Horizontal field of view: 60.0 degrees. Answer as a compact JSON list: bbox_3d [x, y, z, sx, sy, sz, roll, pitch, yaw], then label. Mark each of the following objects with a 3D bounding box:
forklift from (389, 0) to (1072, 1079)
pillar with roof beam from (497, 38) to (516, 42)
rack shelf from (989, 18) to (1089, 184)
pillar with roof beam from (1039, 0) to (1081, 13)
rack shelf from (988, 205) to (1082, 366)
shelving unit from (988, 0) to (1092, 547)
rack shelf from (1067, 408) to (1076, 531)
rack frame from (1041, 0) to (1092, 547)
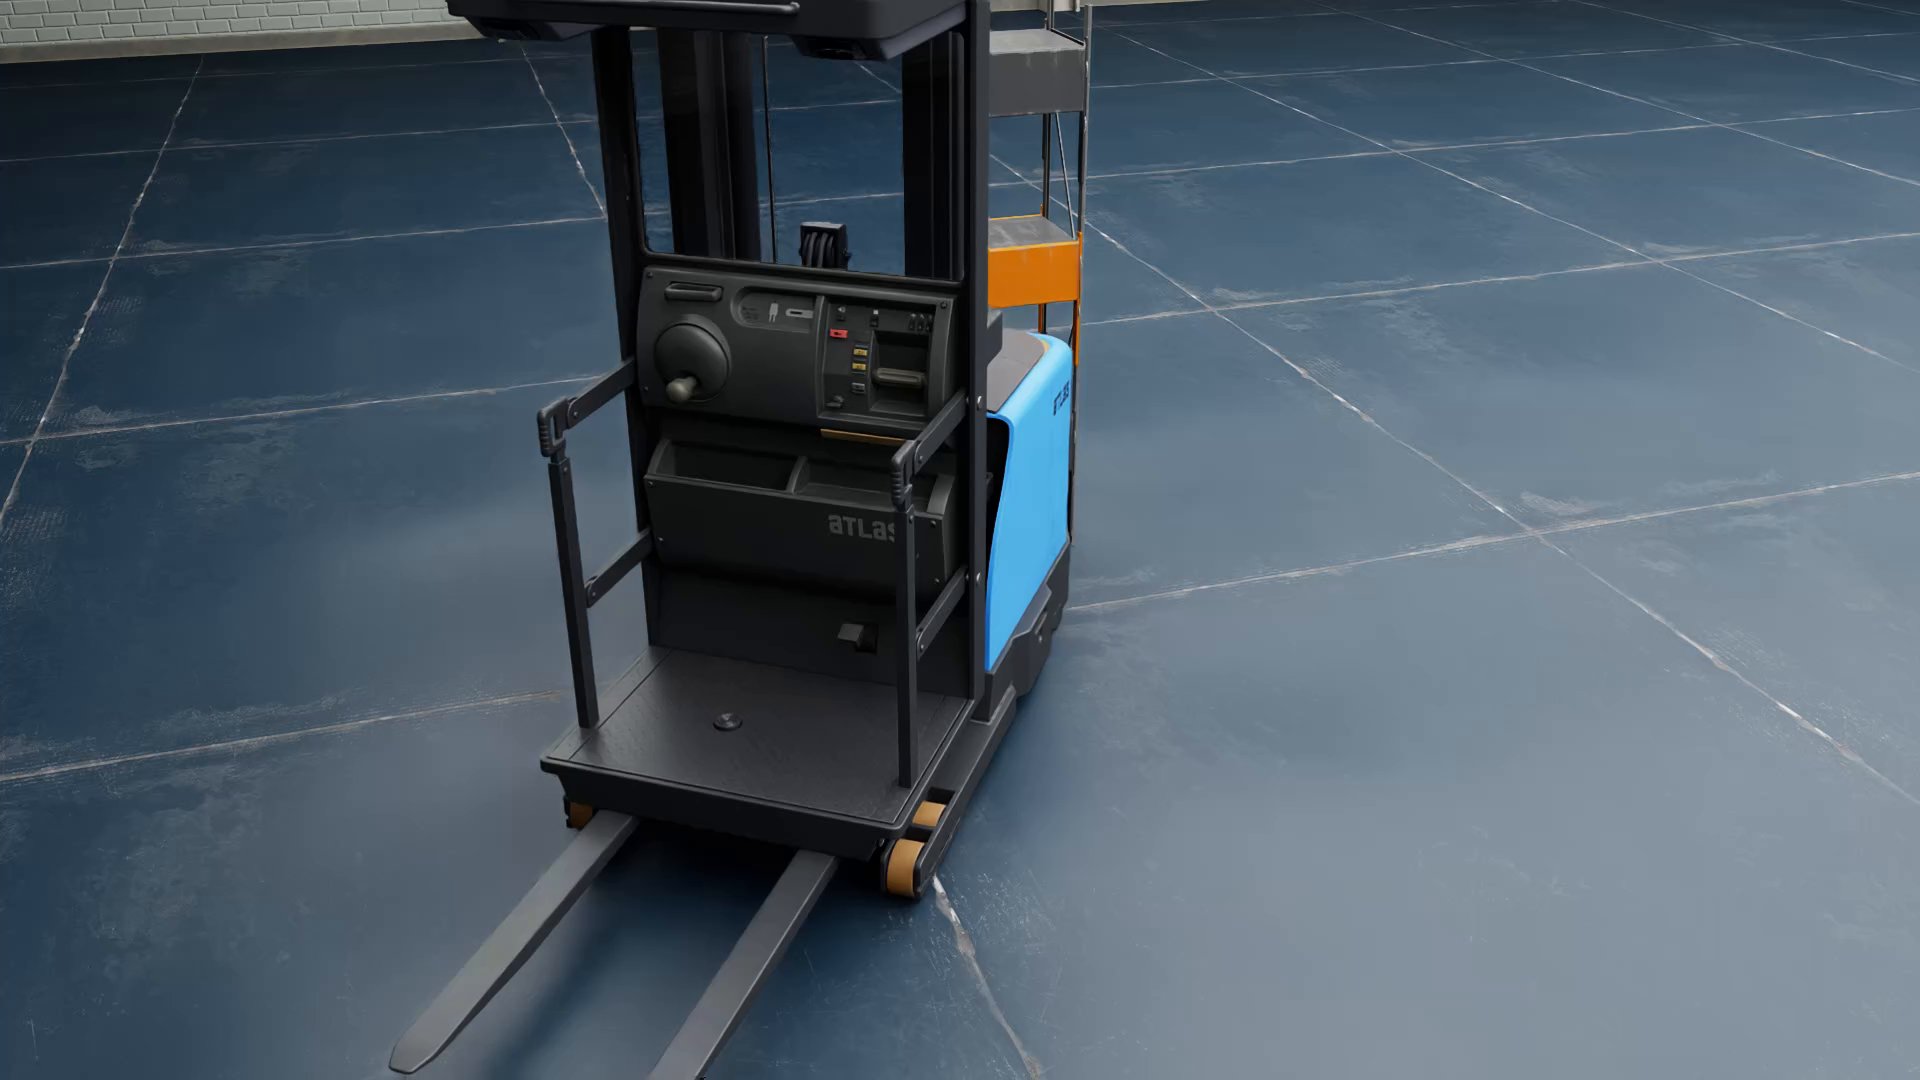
[{"bbox_3d":[-0.533,-0.499,4.459,1.130,2.935,3.031,8,28,16],"label":"forklift"},{"bbox_3d":[-3.249,-7.396,11.527,0.400,9.000,9.100,-8,28,-16],"label":"pillar with roof beam"},{"bbox_3d":[0.157,-1.578,6.024,0.480,0.518,0.431,-8,28,-16],"label":"rack shelf"},{"bbox_3d":[2.456,-8.222,13.192,0.400,9.000,9.100,-8,28,-16],"label":"pillar with roof beam"},{"bbox_3d":[0.157,-0.951,6.335,0.480,0.518,0.431,-8,28,-16],"label":"rack shelf"},{"bbox_3d":[0.157,-0.963,6.329,0.503,2.100,0.431,-8,28,-16],"label":"shelving unit"},{"bbox_3d":[0.157,-0.324,6.646,0.480,0.518,0.431,-8,28,-16],"label":"rack shelf"},{"bbox_3d":[0.389,-0.997,6.397,0.015,2.100,0.400,-8,28,-16],"label":"rack frame"}]
